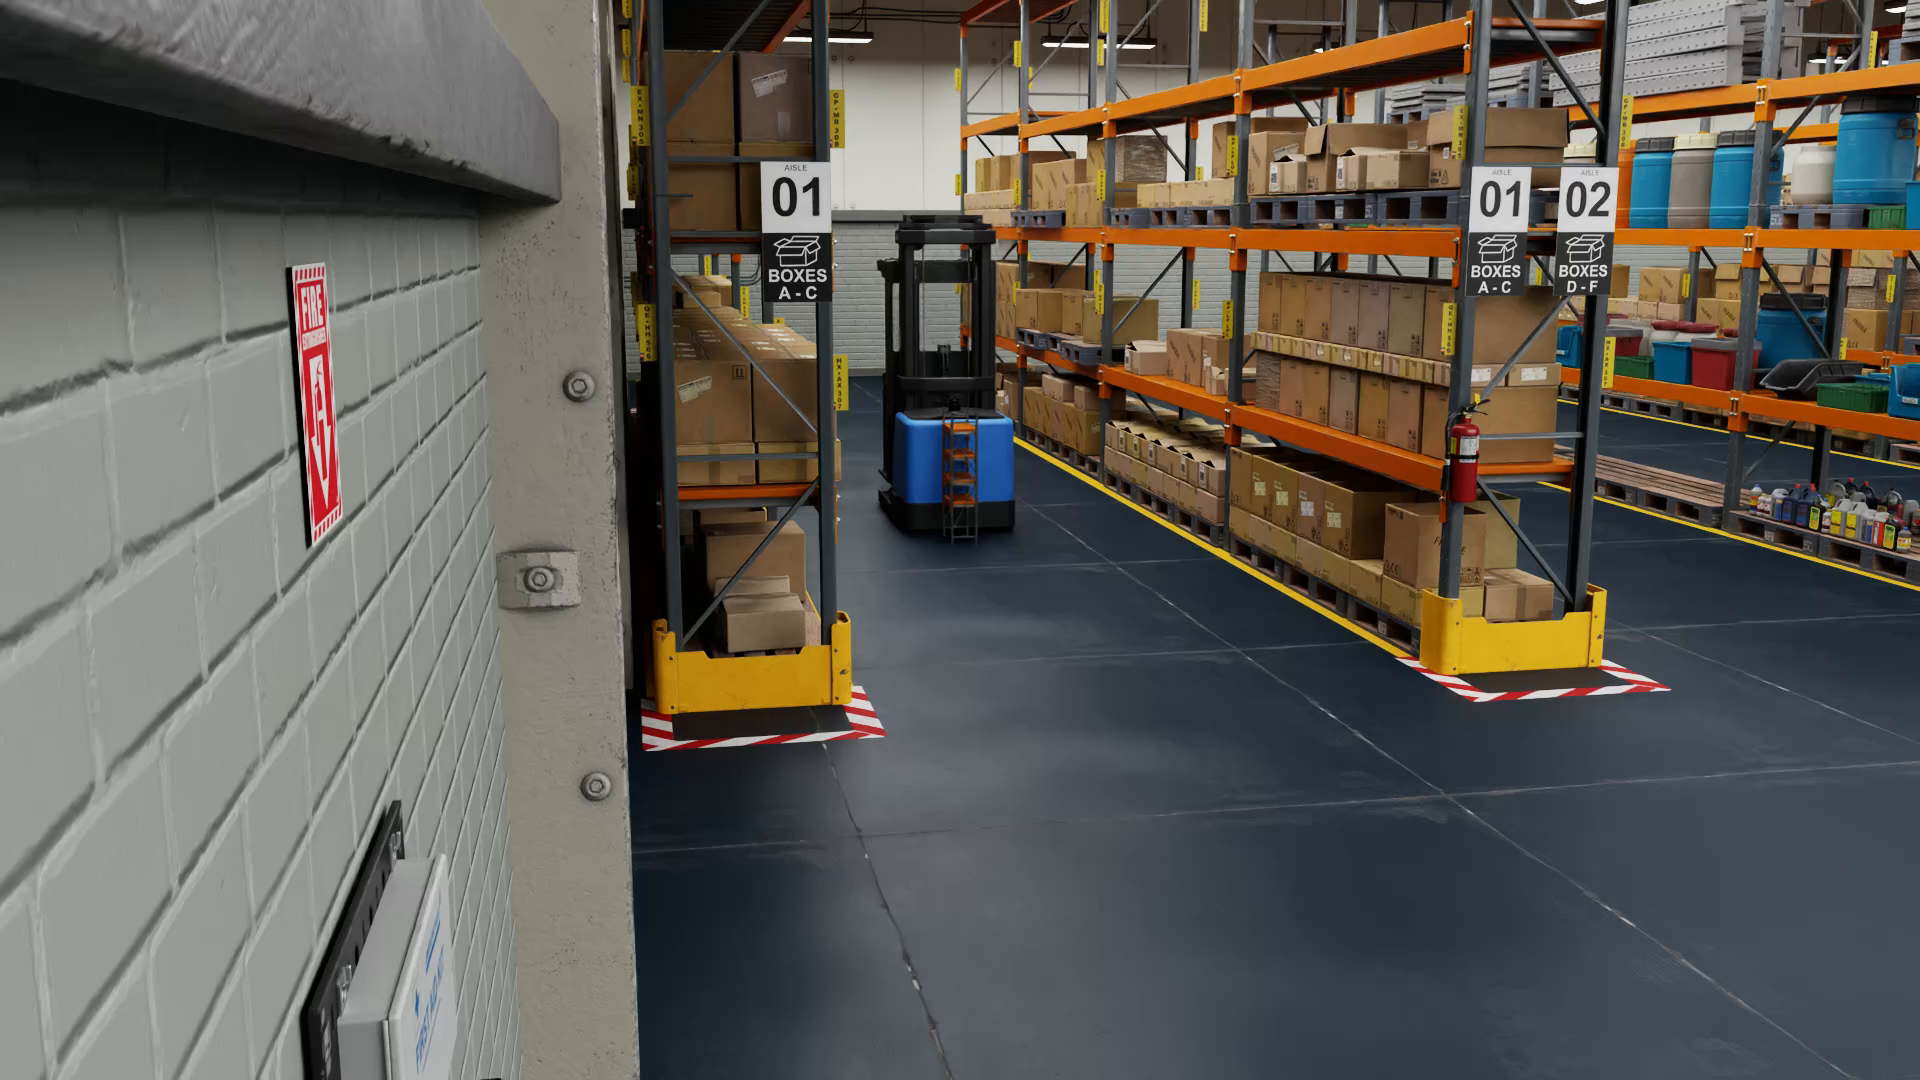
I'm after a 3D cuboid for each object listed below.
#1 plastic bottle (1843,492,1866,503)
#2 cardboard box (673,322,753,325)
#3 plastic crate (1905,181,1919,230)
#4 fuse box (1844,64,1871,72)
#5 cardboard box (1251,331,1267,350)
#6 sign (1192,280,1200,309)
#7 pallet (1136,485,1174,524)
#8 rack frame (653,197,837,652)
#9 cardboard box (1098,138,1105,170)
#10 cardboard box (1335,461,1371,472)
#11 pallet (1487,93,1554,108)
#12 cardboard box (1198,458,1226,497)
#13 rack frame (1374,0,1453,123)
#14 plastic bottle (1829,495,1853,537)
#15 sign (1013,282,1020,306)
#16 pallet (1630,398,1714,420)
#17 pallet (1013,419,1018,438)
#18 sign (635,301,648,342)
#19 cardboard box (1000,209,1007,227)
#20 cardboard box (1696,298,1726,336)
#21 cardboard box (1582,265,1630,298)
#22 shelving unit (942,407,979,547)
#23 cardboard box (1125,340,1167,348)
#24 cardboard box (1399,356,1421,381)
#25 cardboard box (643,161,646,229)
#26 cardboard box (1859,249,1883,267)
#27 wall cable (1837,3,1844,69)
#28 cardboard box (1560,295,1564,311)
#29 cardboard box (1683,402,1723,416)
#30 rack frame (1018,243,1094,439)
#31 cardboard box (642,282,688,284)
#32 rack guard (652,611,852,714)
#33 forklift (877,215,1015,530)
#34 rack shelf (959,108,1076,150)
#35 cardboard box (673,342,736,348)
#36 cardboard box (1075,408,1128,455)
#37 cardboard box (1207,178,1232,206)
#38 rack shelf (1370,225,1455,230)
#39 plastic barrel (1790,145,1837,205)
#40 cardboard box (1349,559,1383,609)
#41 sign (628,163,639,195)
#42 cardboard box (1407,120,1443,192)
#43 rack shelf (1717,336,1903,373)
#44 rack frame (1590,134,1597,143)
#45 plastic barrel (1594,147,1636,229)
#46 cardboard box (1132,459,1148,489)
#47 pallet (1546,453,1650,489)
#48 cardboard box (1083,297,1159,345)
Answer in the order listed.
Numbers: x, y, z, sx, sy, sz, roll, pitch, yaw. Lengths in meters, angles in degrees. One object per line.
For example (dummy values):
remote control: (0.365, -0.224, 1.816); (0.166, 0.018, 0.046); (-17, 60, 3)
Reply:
plastic bottle: (8.006, -0.298, 14.904); (0.152, 0.276, 0.135); (-2, 11, -11)
cardboard box: (-2.083, -1.573, 14.047); (0.700, 0.500, 0.500); (-2, 11, -11)
plastic crate: (7.813, -2.644, 13.140); (0.392, 0.384, 0.575); (-2, 11, -11)
fuse box: (18.584, -9.853, 34.391); (0.513, 0.334, 0.176); (-2, 11, -11)
cardboard box: (2.704, -1.705, 14.184); (0.380, 0.149, 0.250); (-2, 11, -11)
sign: (2.607, -2.717, 18.406); (0.100, 0.325, 0.005); (-2, 11, -11)
pallet: (2.419, -0.382, 16.691); (1.003, 0.211, 1.213); (-2, 11, -11)
rack frame: (-1.239, -0.479, 9.746); (1.000, 3.000, 0.127); (-2, 11, -11)
cardboard box: (1.886, -4.315, 18.934); (0.500, 0.500, 0.500); (-2, 11, -11)
cardboard box: (3.333, -0.357, 13.328); (0.500, 0.500, 0.500); (-2, 11, -11)
pallet: (6.813, -5.098, 19.543); (1.213, 0.211, 1.003); (-2, 11, -11)
cardboard box: (2.481, -0.589, 15.051); (0.500, 0.311, 0.500); (-2, 11, -11)
rack frame: (6.145, -5.988, 22.641); (1.000, 3.000, 0.127); (-2, 11, -11)
plastic bottle: (7.570, -0.212, 14.251); (0.144, 0.351, 0.185); (-2, 11, -11)
sign: (0.755, -3.265, 22.067); (0.100, 0.325, 0.005); (-2, 11, -11)
pallet: (10.932, -1.993, 25.157); (1.003, 0.211, 1.213); (-2, 11, -11)
pallet: (1.153, -1.617, 23.182); (1.003, 0.211, 1.213); (-2, 11, -11)
sign: (-2.561, -1.761, 13.382); (0.100, 0.325, 0.005); (-2, 11, -11)
cardboard box: (0.843, -4.432, 22.894); (0.500, 0.250, 0.500); (-2, 11, -11)
cardboard box: (10.848, -3.176, 23.648); (0.500, 0.500, 0.500); (-2, 11, -11)
cardboard box: (10.258, -4.111, 26.425); (0.500, 0.500, 0.500); (-2, 11, -13)
shelving unit: (0.000, -0.581, 15.092); (0.258, 1.200, 0.503); (-2, 11, -9)
cardboard box: (2.091, -2.015, 18.054); (0.500, 0.311, 0.500); (-1, 11, -7)
cardboard box: (3.256, -1.186, 11.456); (0.380, 0.149, 0.250); (-2, 11, -12)
cardboard box: (-2.072, -2.550, 12.281); (0.500, 0.500, 0.500); (-2, 11, -9)
cardboard box: (15.121, -4.522, 27.248); (0.500, 0.500, 0.500); (-2, 11, -12)
wall cable: (17.046, -11.185, 33.903); (2.355, 3.000, 0.029); (-2, 11, -11)
cardboard box: (10.054, -3.929, 27.475); (0.500, 0.250, 0.500); (-2, 11, -13)
cardboard box: (11.147, -2.266, 23.695); (1.225, 0.875, 0.875); (-2, 11, -11)
rack frame: (1.285, -2.861, 22.259); (1.000, 3.000, 0.127); (-2, 11, -11)
cardboard box: (-3.235, -2.689, 18.233); (0.500, 0.250, 0.500); (-2, 11, -13)
rack guard: (-1.254, 0.735, 10.053); (1.175, 0.500, 0.348); (-2, 11, -11)
forklift: (-0.232, -1.761, 16.664); (1.130, 2.935, 3.031); (-2, 11, -9)
rack shelf: (0.896, -5.820, 23.693); (1.077, 0.370, 4.000); (-2, 11, -11)
cardboard box: (-1.732, -1.050, 11.086); (0.500, 0.500, 0.500); (-2, 11, -13)
cardboard box: (1.651, -1.279, 19.454); (0.500, 0.500, 0.500); (-2, 11, -9)
cardboard box: (2.621, -3.214, 15.369); (0.500, 0.250, 0.500); (-3, 11, -17)
rack shelf: (6.534, -3.794, 21.061); (1.077, 0.370, 4.000); (-2, 11, -11)
plastic barrel: (7.592, -3.222, 14.710); (0.421, 0.512, 0.421); (0, 11, 0)
cardboard box: (3.116, 0.305, 11.853); (0.500, 0.250, 0.500); (-2, 11, -11)
sign: (-3.341, -3.694, 17.020); (0.100, 0.325, 0.005); (-2, 11, -11)
cardboard box: (3.564, -2.772, 12.006); (0.500, 0.500, 0.500); (-2, 11, -11)
rack shelf: (11.392, -2.500, 22.288); (1.077, 0.370, 4.000); (-2, 11, -11)
rack frame: (10.225, -6.901, 27.442); (1.000, 3.000, 0.127); (-2, 11, -11)
plastic barrel: (6.997, -3.713, 17.564); (0.600, 0.830, 0.708); (-2, 11, -11)
cardboard box: (2.083, -0.689, 17.078); (0.500, 0.250, 0.500); (-2, 11, -13)
pallet: (7.036, -0.793, 18.854); (1.003, 0.211, 1.213); (-2, 11, -11)
cardboard box: (1.830, -2.494, 18.941); (0.700, 0.500, 0.500); (-6, 12, -30)
